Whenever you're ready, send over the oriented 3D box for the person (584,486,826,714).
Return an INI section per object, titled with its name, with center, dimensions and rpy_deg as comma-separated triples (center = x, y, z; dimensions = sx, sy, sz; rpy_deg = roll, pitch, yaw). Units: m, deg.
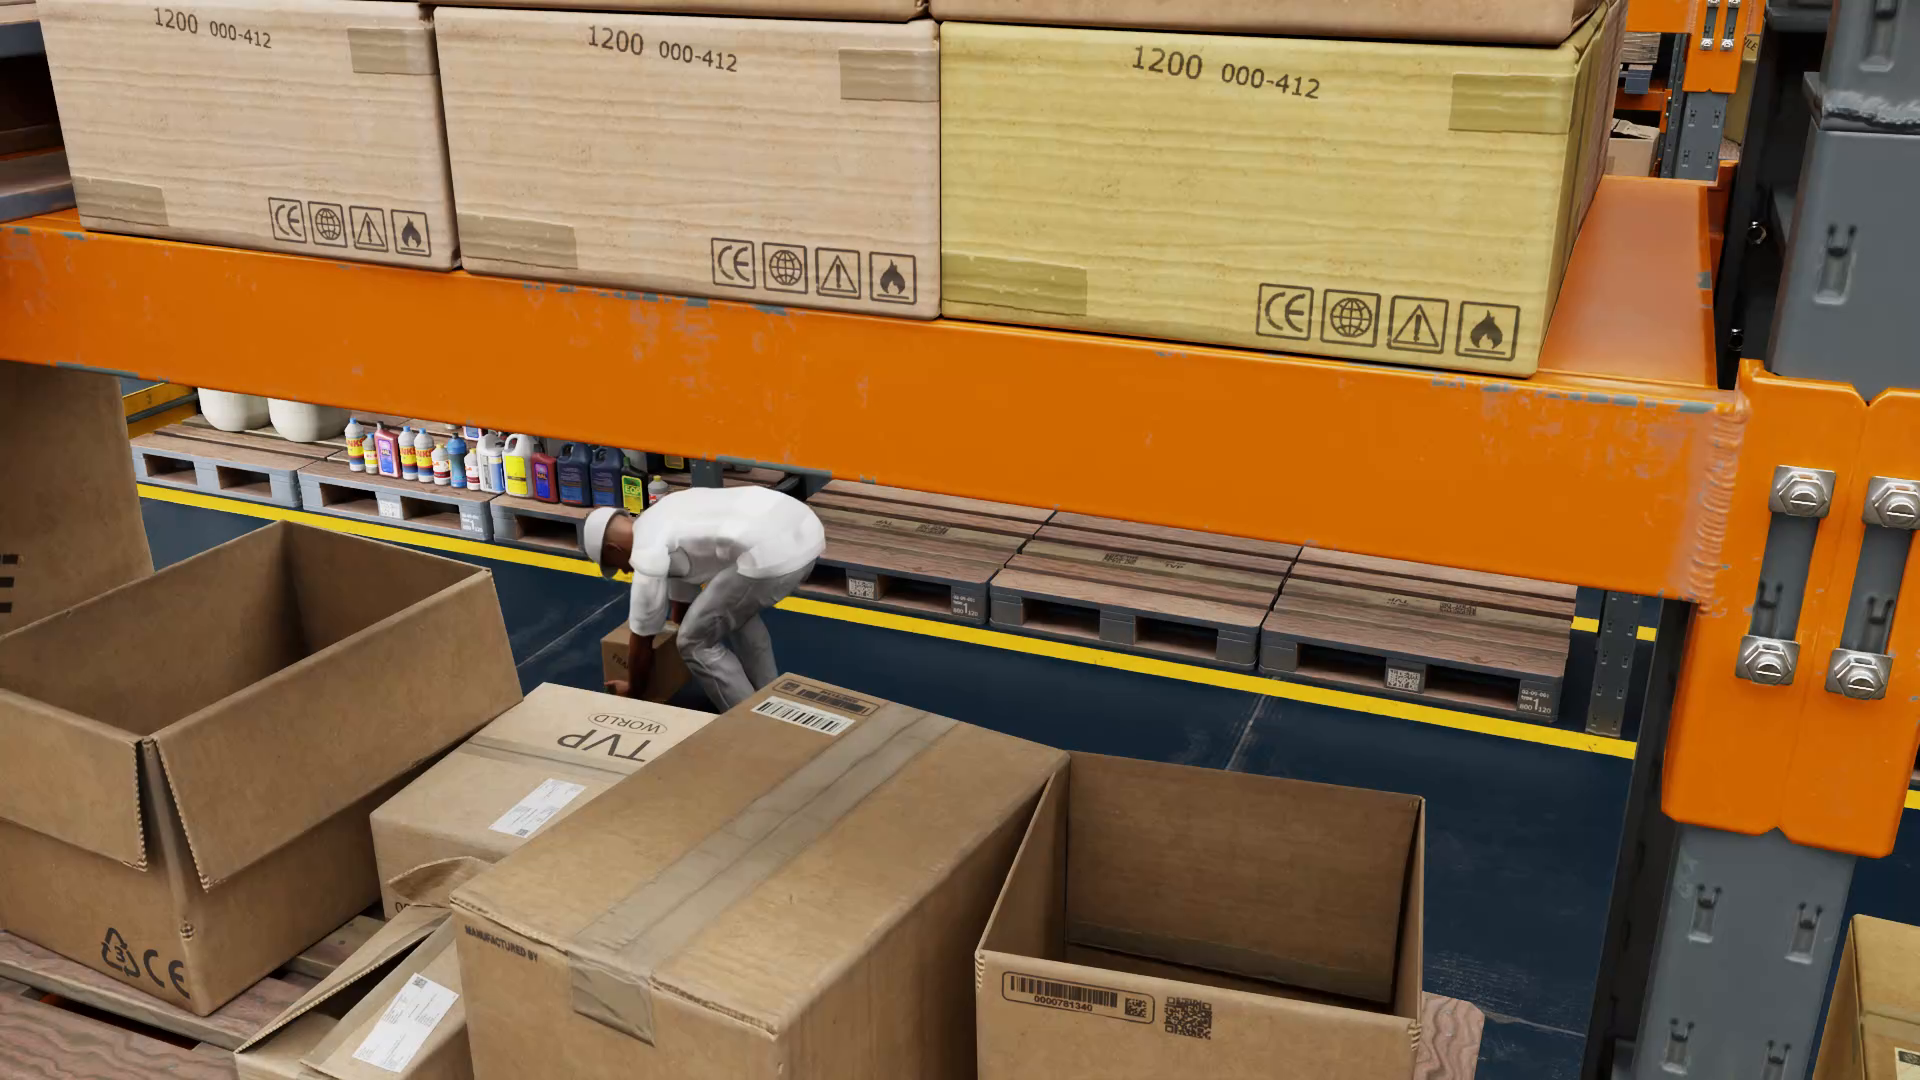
[person]
center = -0.997, 0.267, 6.405
dimensions = 0.976, 1.006, 0.490
rpy_deg = 7, 23, 18
